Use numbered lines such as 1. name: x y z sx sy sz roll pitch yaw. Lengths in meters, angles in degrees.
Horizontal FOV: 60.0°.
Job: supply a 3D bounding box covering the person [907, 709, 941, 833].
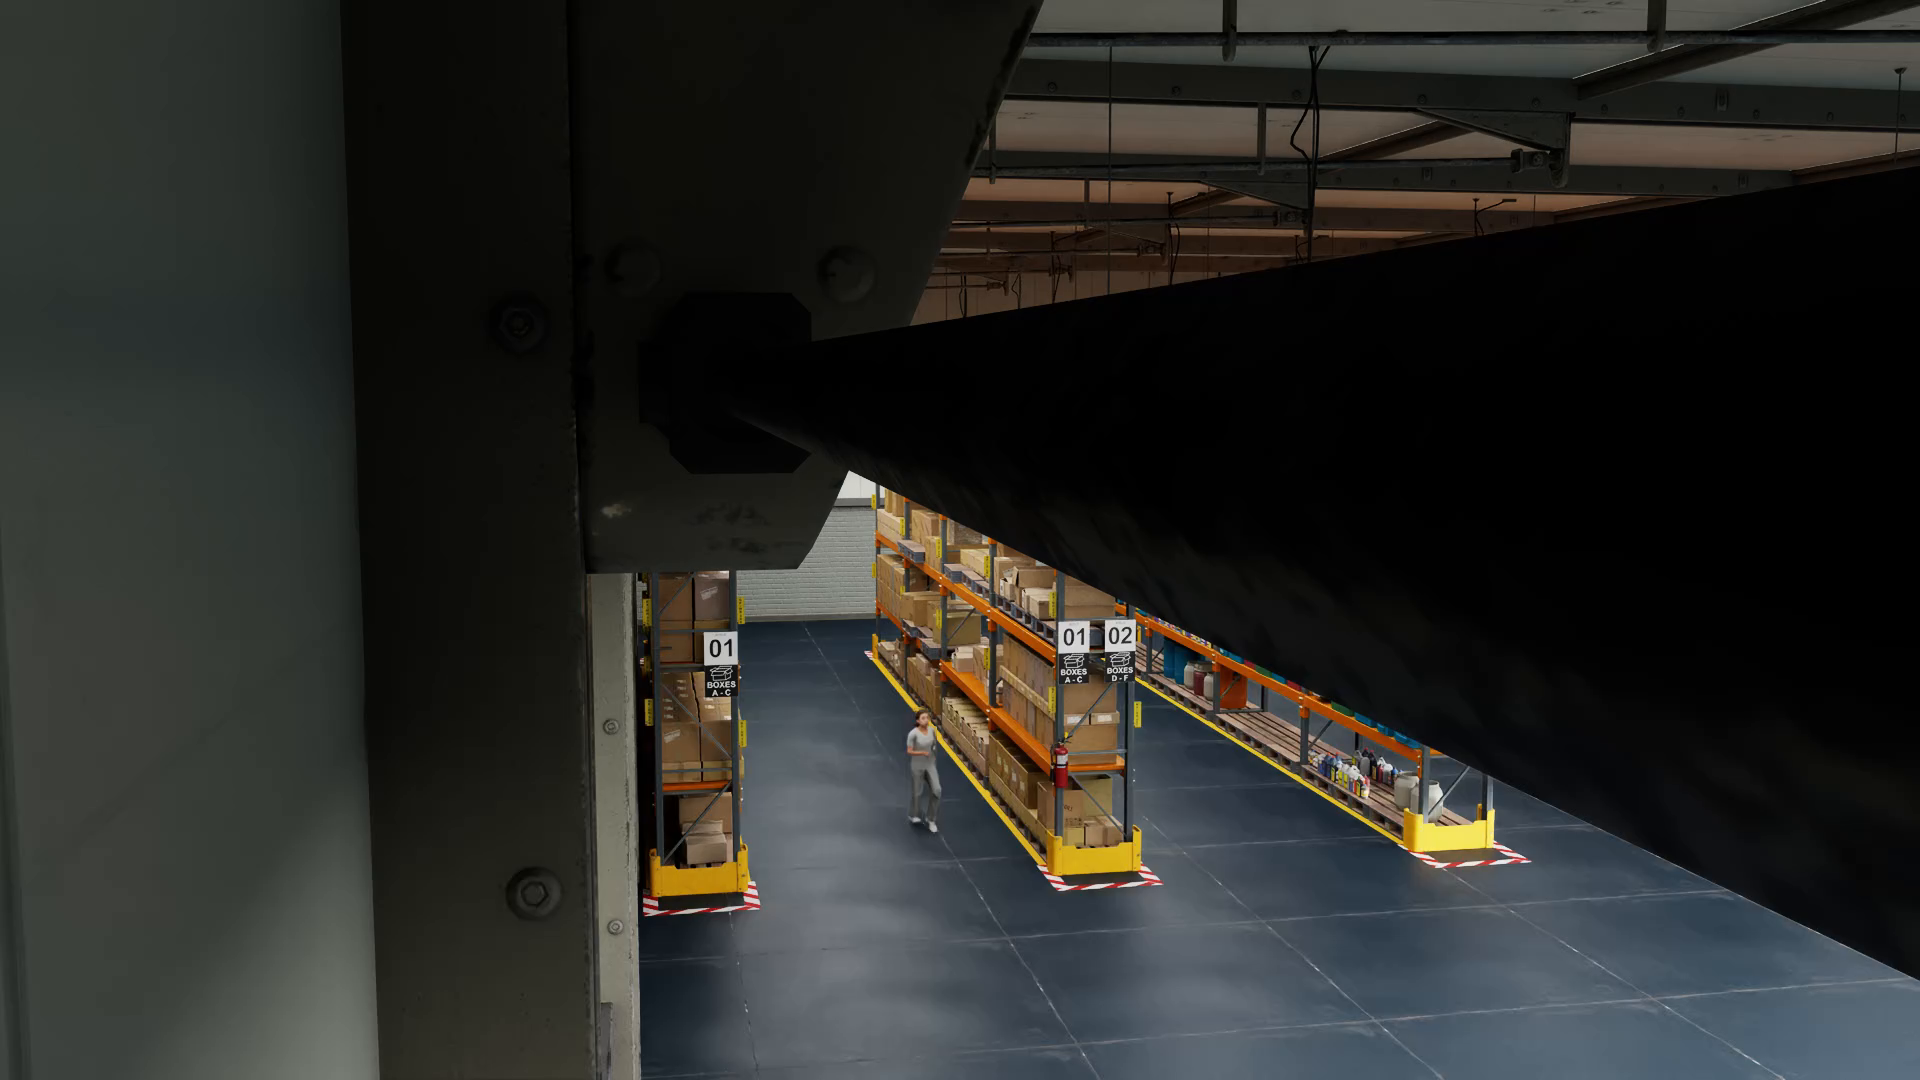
1. person: -0.502 3.161 22.869 0.516 1.699 0.761 -2 6 -23
